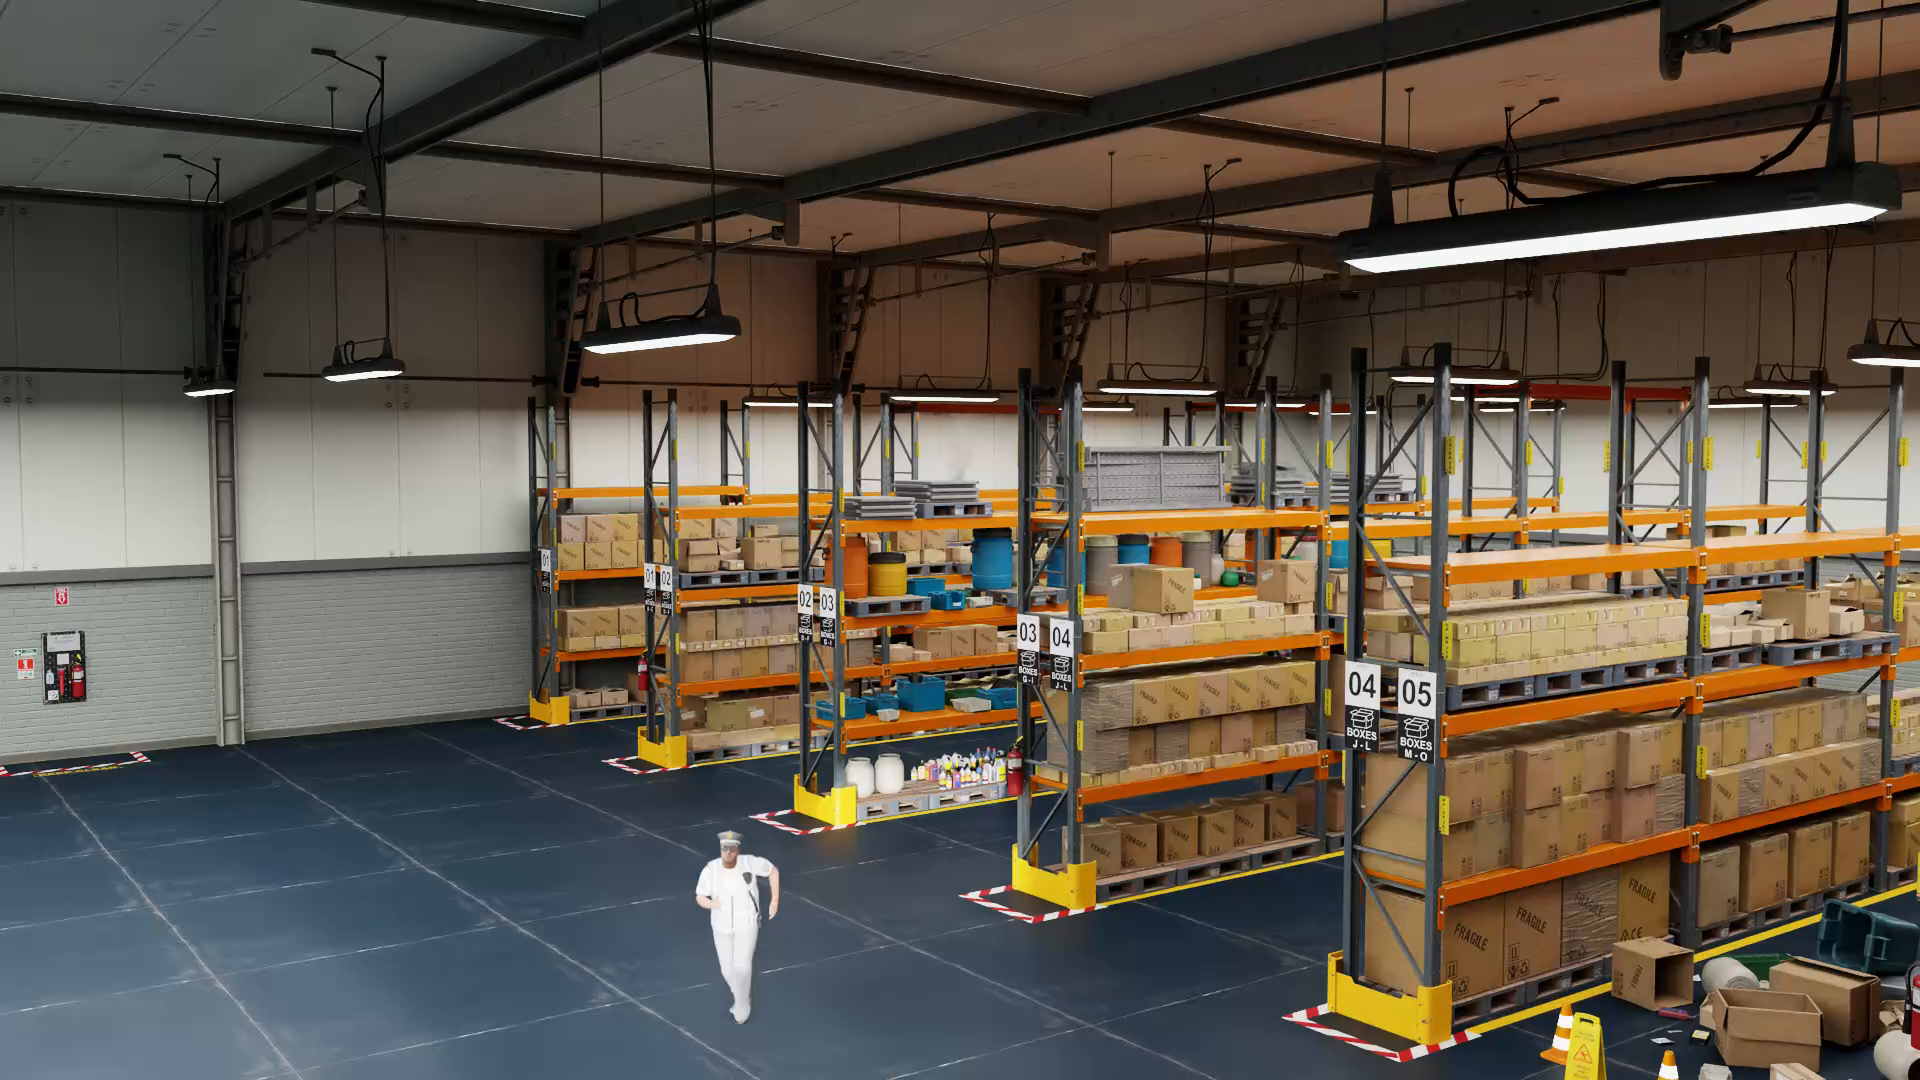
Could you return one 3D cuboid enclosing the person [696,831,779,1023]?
[{"bbox_3d":[-1.976,3.408,14.703,0.699,1.743,0.807,0,3,2],"label":"person"}]
